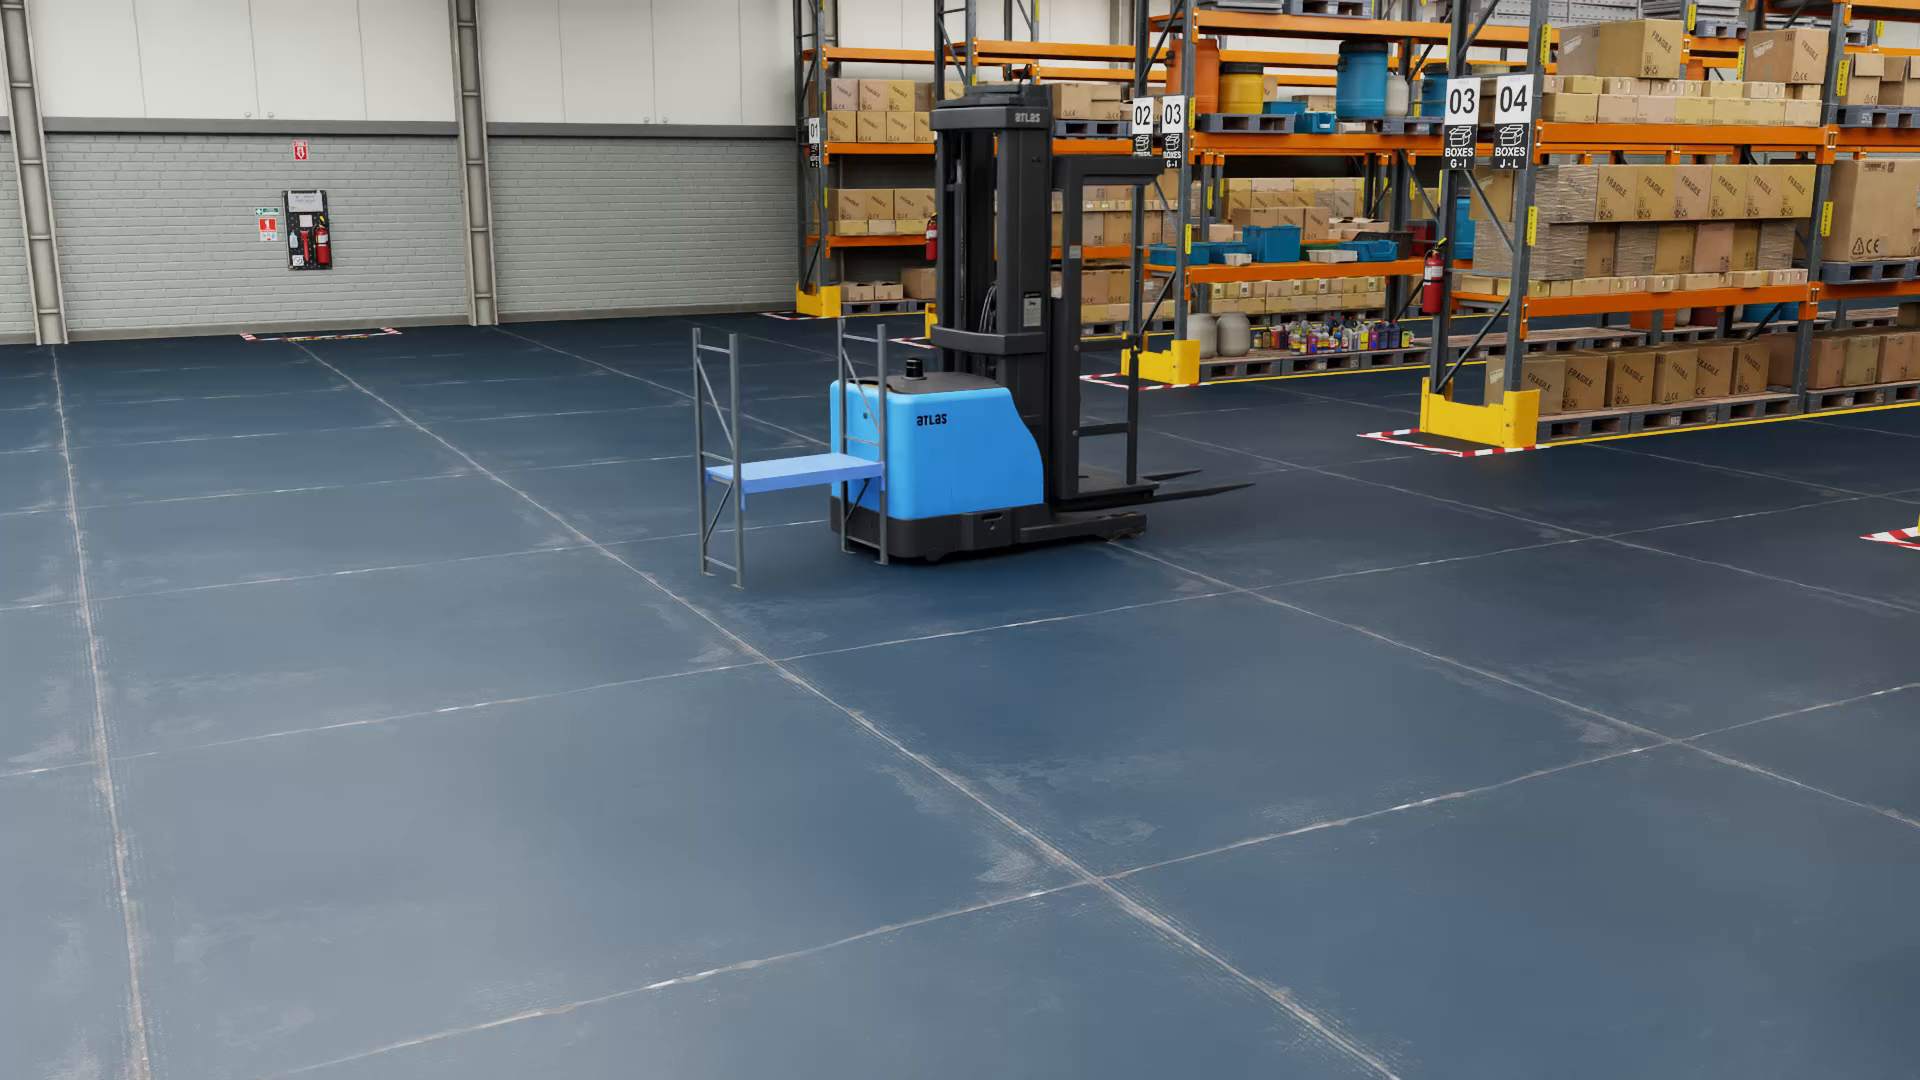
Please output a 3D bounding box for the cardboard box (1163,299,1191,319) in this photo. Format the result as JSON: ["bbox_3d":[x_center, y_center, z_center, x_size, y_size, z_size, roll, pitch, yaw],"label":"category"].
[{"bbox_3d":[3.137,-3.495,25.114,0.500,0.250,0.500,-7,14,-28],"label":"cardboard box"}]

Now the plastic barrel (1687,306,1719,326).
[{"bbox_3d":[10.733,-3.390,23.878,0.708,0.588,0.600,-7,14,-28],"label":"plastic barrel"}]

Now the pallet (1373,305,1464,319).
[{"bbox_3d":[7.624,-3.854,27.754,1.213,0.211,1.003,-7,14,-28],"label":"pallet"}]

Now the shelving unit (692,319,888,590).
[{"bbox_3d":[-1.019,-0.551,10.139,1.048,1.500,0.538,-9,16,-35],"label":"shelving unit"}]

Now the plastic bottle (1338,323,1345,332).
[{"bbox_3d":[4.833,-2.608,21.076,0.097,0.271,0.097,0,13,0],"label":"plastic bottle"}]

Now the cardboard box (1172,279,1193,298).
[{"bbox_3d":[3.658,-3.957,25.891,0.500,0.311,0.500,-7,14,-28],"label":"cardboard box"}]

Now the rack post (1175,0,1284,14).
[{"bbox_3d":[3.023,-6.085,18.789,0.954,0.300,0.937,-5,14,-22],"label":"rack post"}]

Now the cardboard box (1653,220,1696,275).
[{"bbox_3d":[6.453,-2.809,15.854,0.500,0.500,0.875,-7,14,-28],"label":"cardboard box"}]

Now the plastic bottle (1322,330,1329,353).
[{"bbox_3d":[4.428,-2.408,20.187,0.097,0.271,0.097,0,13,0],"label":"plastic bottle"}]

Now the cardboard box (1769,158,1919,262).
[{"bbox_3d":[8.947,-3.367,16.917,1.000,1.000,1.000,-7,14,-27],"label":"cardboard box"}]

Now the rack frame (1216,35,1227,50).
[{"bbox_3d":[4.574,-9.024,30.713,0.127,3.000,1.000,-7,14,-28],"label":"rack frame"}]

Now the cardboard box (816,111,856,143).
[{"bbox_3d":[-2.035,-6.765,27.232,0.500,0.500,0.500,-6,14,-26],"label":"cardboard box"}]

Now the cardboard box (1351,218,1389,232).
[{"bbox_3d":[6.610,-5.070,27.009,0.500,0.311,0.500,-6,14,-24],"label":"cardboard box"}]

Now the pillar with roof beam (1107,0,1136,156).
[{"bbox_3d":[5.081,-8.225,27.160,0.400,9.000,9.100,-7,14,-28],"label":"pillar with roof beam"}]

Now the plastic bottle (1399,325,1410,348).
[{"bbox_3d":[5.546,-2.543,20.761,0.133,0.283,0.061,-6,14,-25],"label":"plastic bottle"}]

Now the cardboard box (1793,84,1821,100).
[{"bbox_3d":[8.036,-4.308,16.021,0.250,0.149,0.380,-6,14,-26],"label":"cardboard box"}]

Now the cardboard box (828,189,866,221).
[{"bbox_3d":[-1.885,-5.551,27.530,0.500,0.500,0.500,-7,14,-28],"label":"cardboard box"}]

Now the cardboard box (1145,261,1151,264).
[{"bbox_3d":[3.459,-4.975,31.075,0.500,0.500,0.700,-7,14,-28],"label":"cardboard box"}]

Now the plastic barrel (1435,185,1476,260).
[{"bbox_3d":[6.294,-3.994,20.884,0.708,0.901,0.600,-7,14,-28],"label":"plastic barrel"}]

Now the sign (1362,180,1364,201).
[{"bbox_3d":[6.682,-5.773,27.473,0.005,0.325,0.100,-7,14,-28],"label":"sign"}]

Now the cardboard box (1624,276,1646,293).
[{"bbox_3d":[6.130,-2.387,15.454,0.250,0.149,0.380,-7,14,-28],"label":"cardboard box"}]

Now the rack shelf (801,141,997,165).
[{"bbox_3d":[-0.693,-6.579,28.317,4.000,0.370,1.077,-7,14,-28],"label":"rack shelf"}]

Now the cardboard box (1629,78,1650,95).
[{"bbox_3d":[5.949,-4.060,14.920,0.250,0.149,0.380,-7,14,-28],"label":"cardboard box"}]

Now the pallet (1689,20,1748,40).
[{"bbox_3d":[9.969,-6.898,22.605,1.003,0.211,1.213,-7,14,-28],"label":"pallet"}]

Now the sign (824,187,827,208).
[{"bbox_3d":[-2.188,-5.574,27.073,0.005,0.325,0.100,-7,14,-28],"label":"sign"}]

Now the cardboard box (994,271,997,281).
[{"bbox_3d":[0.257,-3.645,24.071,0.500,0.500,0.500,-7,14,-28],"label":"cardboard box"}]

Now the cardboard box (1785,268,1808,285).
[{"bbox_3d":[8.135,-2.611,16.452,0.250,0.149,0.380,-7,14,-28],"label":"cardboard box"}]

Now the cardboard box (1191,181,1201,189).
[{"bbox_3d":[4.285,-6.635,31.054,0.250,0.149,0.380,-9,16,-35],"label":"cardboard box"}]

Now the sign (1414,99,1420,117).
[{"bbox_3d":[7.209,-6.790,26.258,0.005,0.325,0.100,-7,14,-28],"label":"sign"}]

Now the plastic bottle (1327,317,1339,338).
[{"bbox_3d":[4.737,-2.665,21.151,0.185,0.351,0.144,-8,15,-30],"label":"plastic bottle"}]

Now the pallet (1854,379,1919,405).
[{"bbox_3d":[9.938,-1.664,18.023,1.213,0.211,1.003,-7,14,-28],"label":"pallet"}]

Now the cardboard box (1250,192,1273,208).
[{"bbox_3d":[5.587,-6.356,31.571,0.500,0.500,0.500,-6,14,-26],"label":"cardboard box"}]

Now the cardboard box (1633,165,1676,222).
[{"bbox_3d":[6.166,-3.183,15.240,0.500,0.500,0.500,-7,14,-28],"label":"cardboard box"}]

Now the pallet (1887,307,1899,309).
[{"bbox_3d":[15.600,-3.590,26.582,1.213,0.211,1.003,-7,14,-28],"label":"pallet"}]

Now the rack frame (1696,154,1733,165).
[{"bbox_3d":[13.972,-5.985,30.871,0.127,3.000,1.000,-7,14,-28],"label":"rack frame"}]

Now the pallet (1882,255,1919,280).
[{"bbox_3d":[9.976,-2.924,17.708,1.213,0.211,1.003,-7,14,-28],"label":"pallet"}]

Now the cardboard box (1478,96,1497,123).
[{"bbox_3d":[4.973,-3.882,15.037,0.500,0.250,0.500,-6,14,-27],"label":"cardboard box"}]

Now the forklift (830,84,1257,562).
[{"bbox_3d":[0.665,-1.512,11.154,3.031,2.935,1.130,-8,15,-30],"label":"forklift"}]

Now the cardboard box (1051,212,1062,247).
[{"bbox_3d":[1.242,-4.504,24.065,0.500,0.500,0.700,-7,14,-27],"label":"cardboard box"}]

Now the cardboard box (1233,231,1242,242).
[{"bbox_3d":[4.315,-4.654,25.528,0.250,0.149,0.380,-7,14,-28],"label":"cardboard box"}]

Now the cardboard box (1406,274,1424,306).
[{"bbox_3d":[7.487,-4.131,27.326,0.500,0.500,0.500,-6,14,-25],"label":"cardboard box"}]

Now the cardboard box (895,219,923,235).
[{"bbox_3d":[-0.969,-5.293,28.091,0.500,0.250,0.500,-7,15,-29],"label":"cardboard box"}]

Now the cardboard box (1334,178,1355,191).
[{"bbox_3d":[7.344,-6.938,32.445,0.500,0.250,0.500,-6,14,-27],"label":"cardboard box"}]

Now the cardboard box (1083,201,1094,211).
[{"bbox_3d":[1.726,-4.828,24.027,0.250,0.149,0.380,-7,14,-27],"label":"cardboard box"}]

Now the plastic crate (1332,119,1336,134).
[{"bbox_3d":[4.294,-5.014,20.208,0.450,0.188,0.336,-7,14,-28],"label":"plastic crate"}]

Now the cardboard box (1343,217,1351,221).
[{"bbox_3d":[7.465,-6.266,32.646,0.250,0.149,0.380,-6,14,-26],"label":"cardboard box"}]

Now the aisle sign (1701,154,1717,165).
[{"bbox_3d":[13.892,-7.317,30.869,0.004,0.787,0.394,-7,14,-28],"label":"aisle sign"}]

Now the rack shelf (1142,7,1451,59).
[{"bbox_3d":[4.054,-5.938,19.548,4.000,0.370,1.077,-7,14,-28],"label":"rack shelf"}]

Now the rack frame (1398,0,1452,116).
[{"bbox_3d":[5.810,-6.694,20.360,0.127,3.000,1.000,-7,14,-28],"label":"rack frame"}]

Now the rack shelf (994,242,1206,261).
[{"bbox_3d":[1.684,-4.161,24.406,4.000,0.370,1.077,-7,14,-28],"label":"rack shelf"}]

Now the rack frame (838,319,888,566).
[{"bbox_3d":[-0.609,-0.616,10.433,0.032,1.500,0.500,-9,16,-35],"label":"rack frame"}]

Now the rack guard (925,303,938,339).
[{"bbox_3d":[-0.092,-3.080,23.655,0.348,0.500,1.175,-7,14,-28],"label":"rack guard"}]

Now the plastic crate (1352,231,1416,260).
[{"bbox_3d":[5.289,-3.707,20.889,0.504,0.338,0.767,-7,14,-28],"label":"plastic crate"}]
